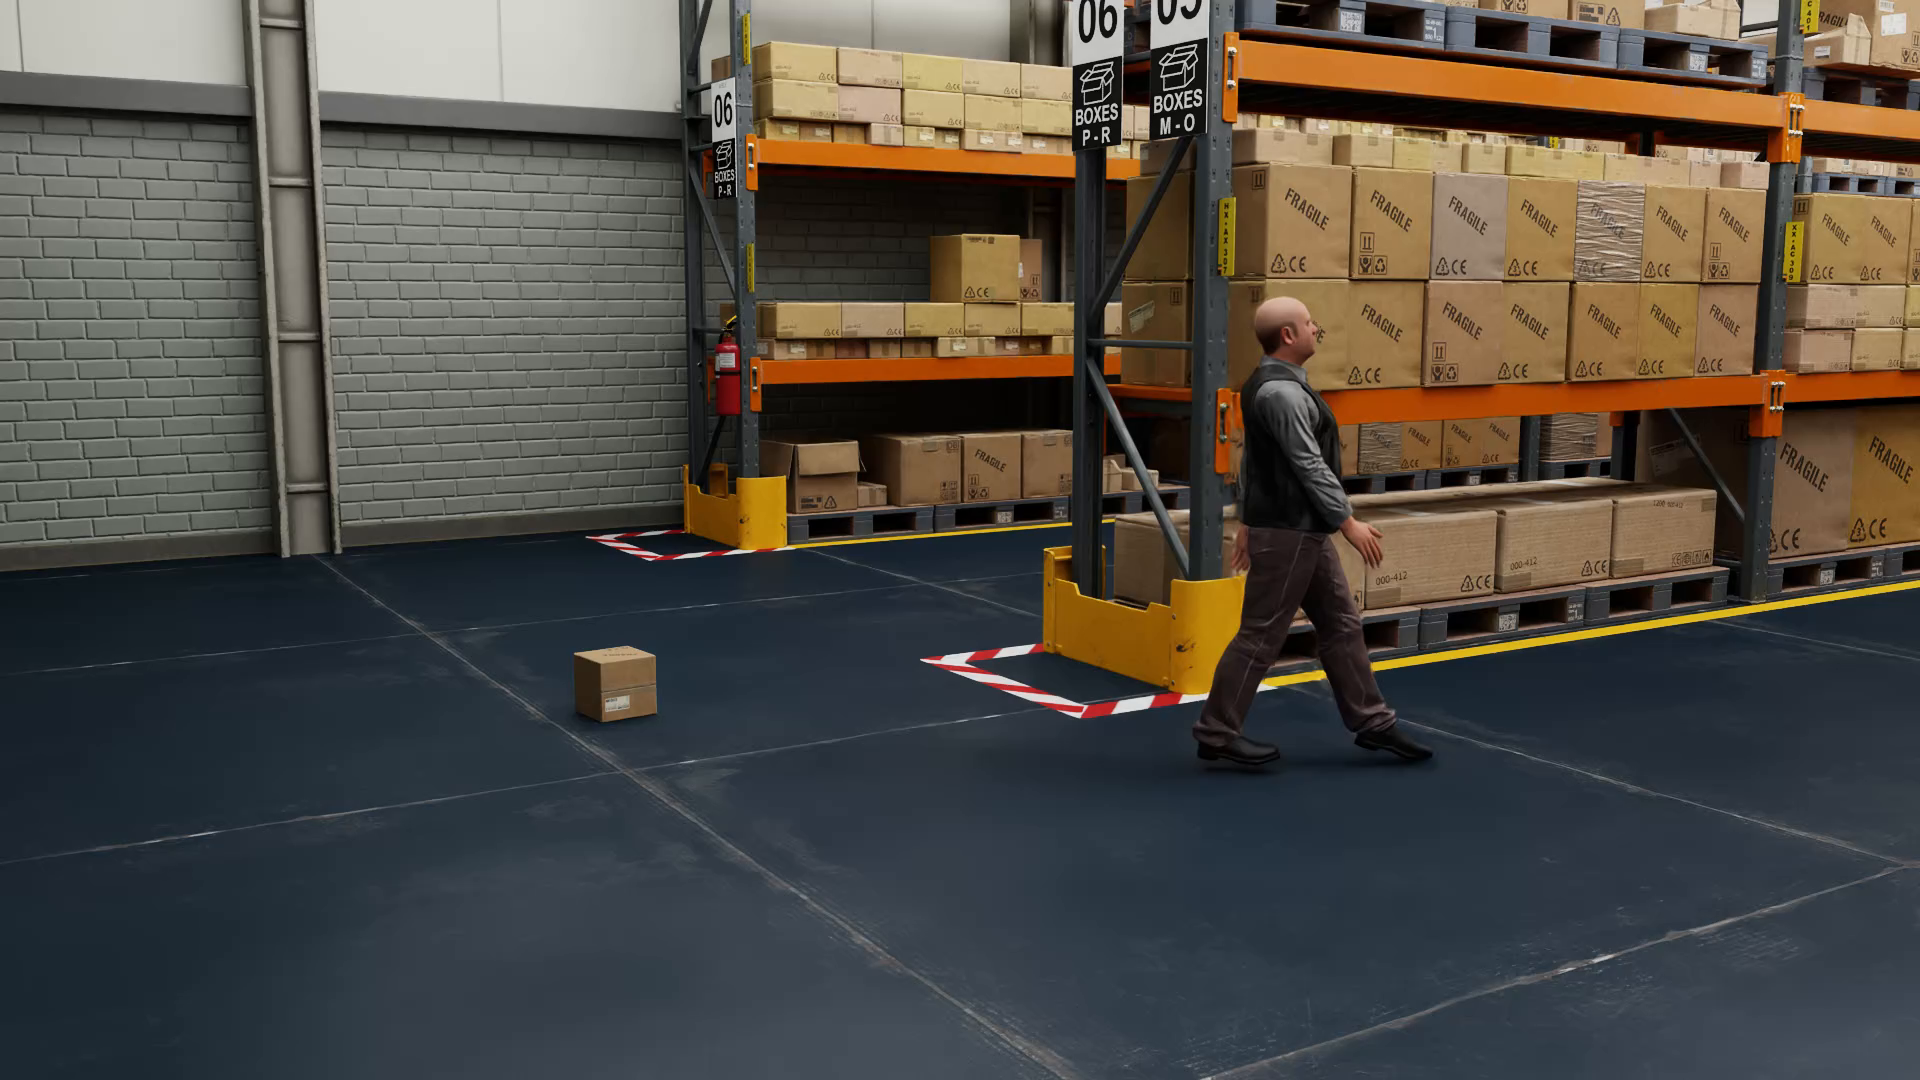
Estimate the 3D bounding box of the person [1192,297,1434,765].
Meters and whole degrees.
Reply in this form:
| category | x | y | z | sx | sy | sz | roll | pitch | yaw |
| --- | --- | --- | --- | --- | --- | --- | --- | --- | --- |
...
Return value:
| category | x | y | z | sx | sy | sz | roll | pitch | yaw |
| --- | --- | --- | --- | --- | --- | --- | --- | --- | --- |
| person | 1.298 | -0.016 | 5.976 | 0.894 | 1.699 | 0.539 | 1 | 8 | 9 |
